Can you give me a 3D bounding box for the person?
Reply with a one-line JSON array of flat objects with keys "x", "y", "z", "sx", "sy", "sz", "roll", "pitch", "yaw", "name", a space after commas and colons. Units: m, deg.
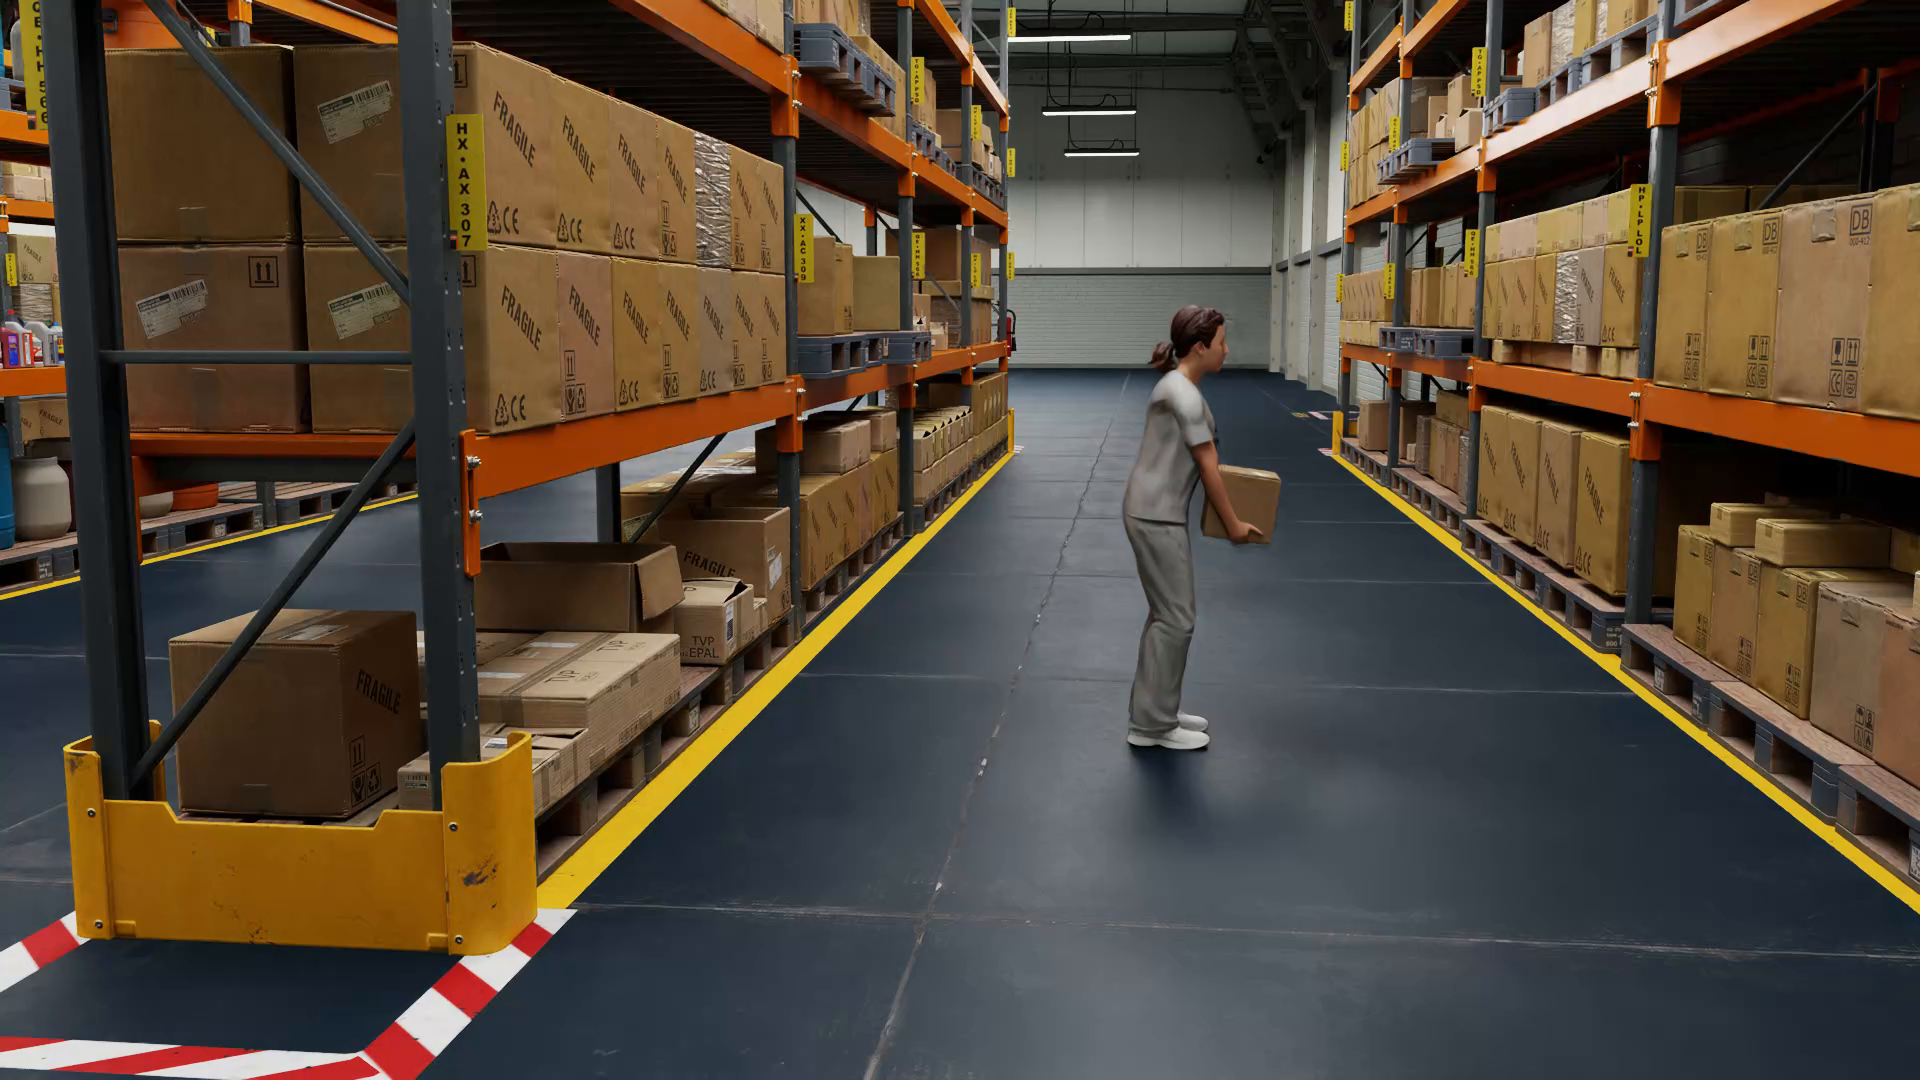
[{"x": 0.872, "y": -0.053, "z": 6.287, "sx": 0.519, "sy": 1.658, "sz": 0.409, "roll": 1, "pitch": 8, "yaw": 5, "name": "person"}]
